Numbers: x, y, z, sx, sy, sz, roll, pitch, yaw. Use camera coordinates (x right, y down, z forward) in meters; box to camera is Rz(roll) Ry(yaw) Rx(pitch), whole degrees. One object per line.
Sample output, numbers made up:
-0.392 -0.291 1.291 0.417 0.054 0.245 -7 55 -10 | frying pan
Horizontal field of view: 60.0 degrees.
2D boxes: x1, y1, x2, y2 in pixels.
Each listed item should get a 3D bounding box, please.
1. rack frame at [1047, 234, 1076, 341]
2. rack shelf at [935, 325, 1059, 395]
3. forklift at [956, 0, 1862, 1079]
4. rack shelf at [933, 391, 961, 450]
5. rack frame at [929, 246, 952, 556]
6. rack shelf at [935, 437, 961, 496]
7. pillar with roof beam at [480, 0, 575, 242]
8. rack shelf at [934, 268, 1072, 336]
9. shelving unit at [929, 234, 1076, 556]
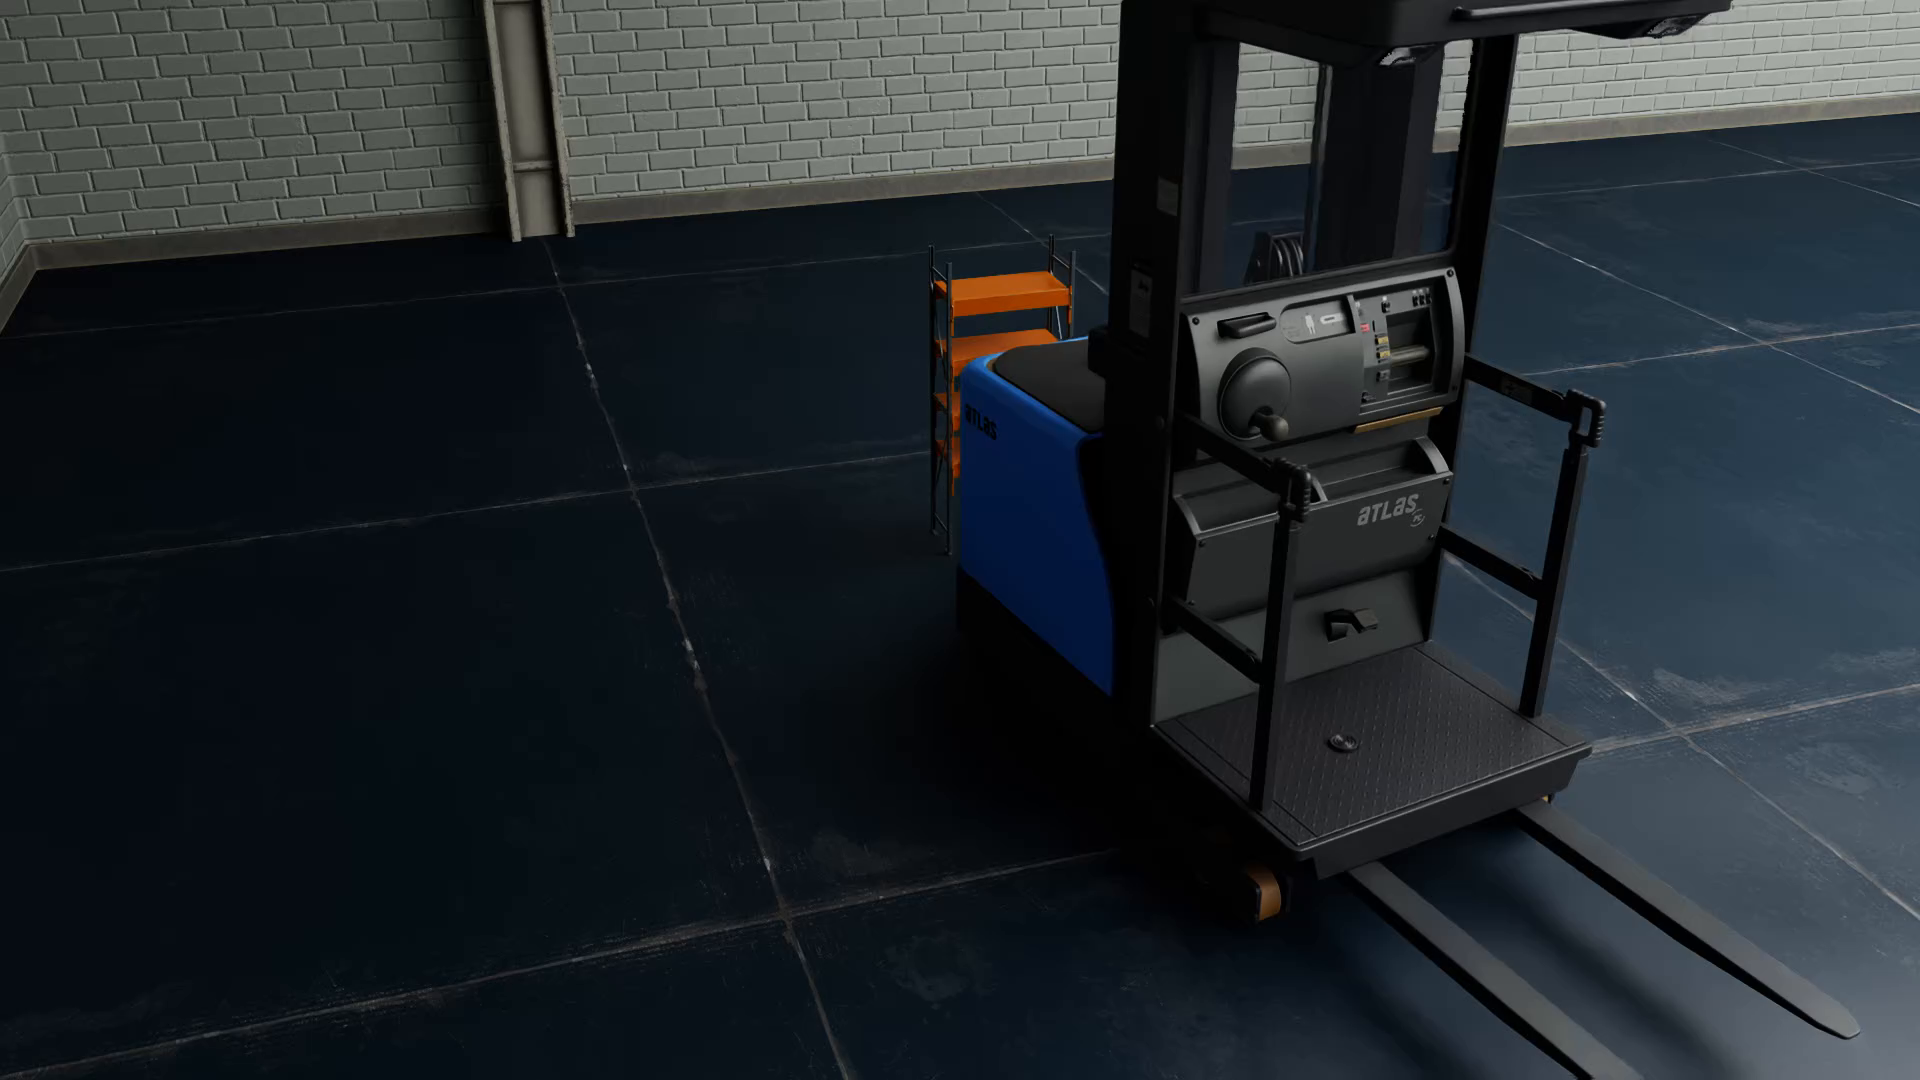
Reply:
0.389 -0.594 6.597 0.015 1.200 0.240 -8 28 -16 | rack frame
0.157 -0.700 6.460 0.480 0.148 0.258 -8 28 -16 | rack shelf
1.123 -0.481 4.423 1.130 2.935 3.031 -13 29 -25 | forklift
0.157 -0.500 6.559 0.480 0.148 0.258 -8 28 -16 | rack shelf
-0.075 -0.527 6.461 0.015 1.200 0.240 -8 28 -16 | rack frame
0.157 -0.322 6.647 0.480 0.148 0.258 -8 28 -16 | rack shelf
-1.374 -4.198 5.086 0.400 9.000 9.100 -8 28 -16 | pillar with roof beam
0.157 -0.912 6.354 0.480 0.148 0.258 -8 28 -16 | rack shelf
0.157 -0.560 6.529 0.503 1.200 0.258 -8 28 -16 | shelving unit
